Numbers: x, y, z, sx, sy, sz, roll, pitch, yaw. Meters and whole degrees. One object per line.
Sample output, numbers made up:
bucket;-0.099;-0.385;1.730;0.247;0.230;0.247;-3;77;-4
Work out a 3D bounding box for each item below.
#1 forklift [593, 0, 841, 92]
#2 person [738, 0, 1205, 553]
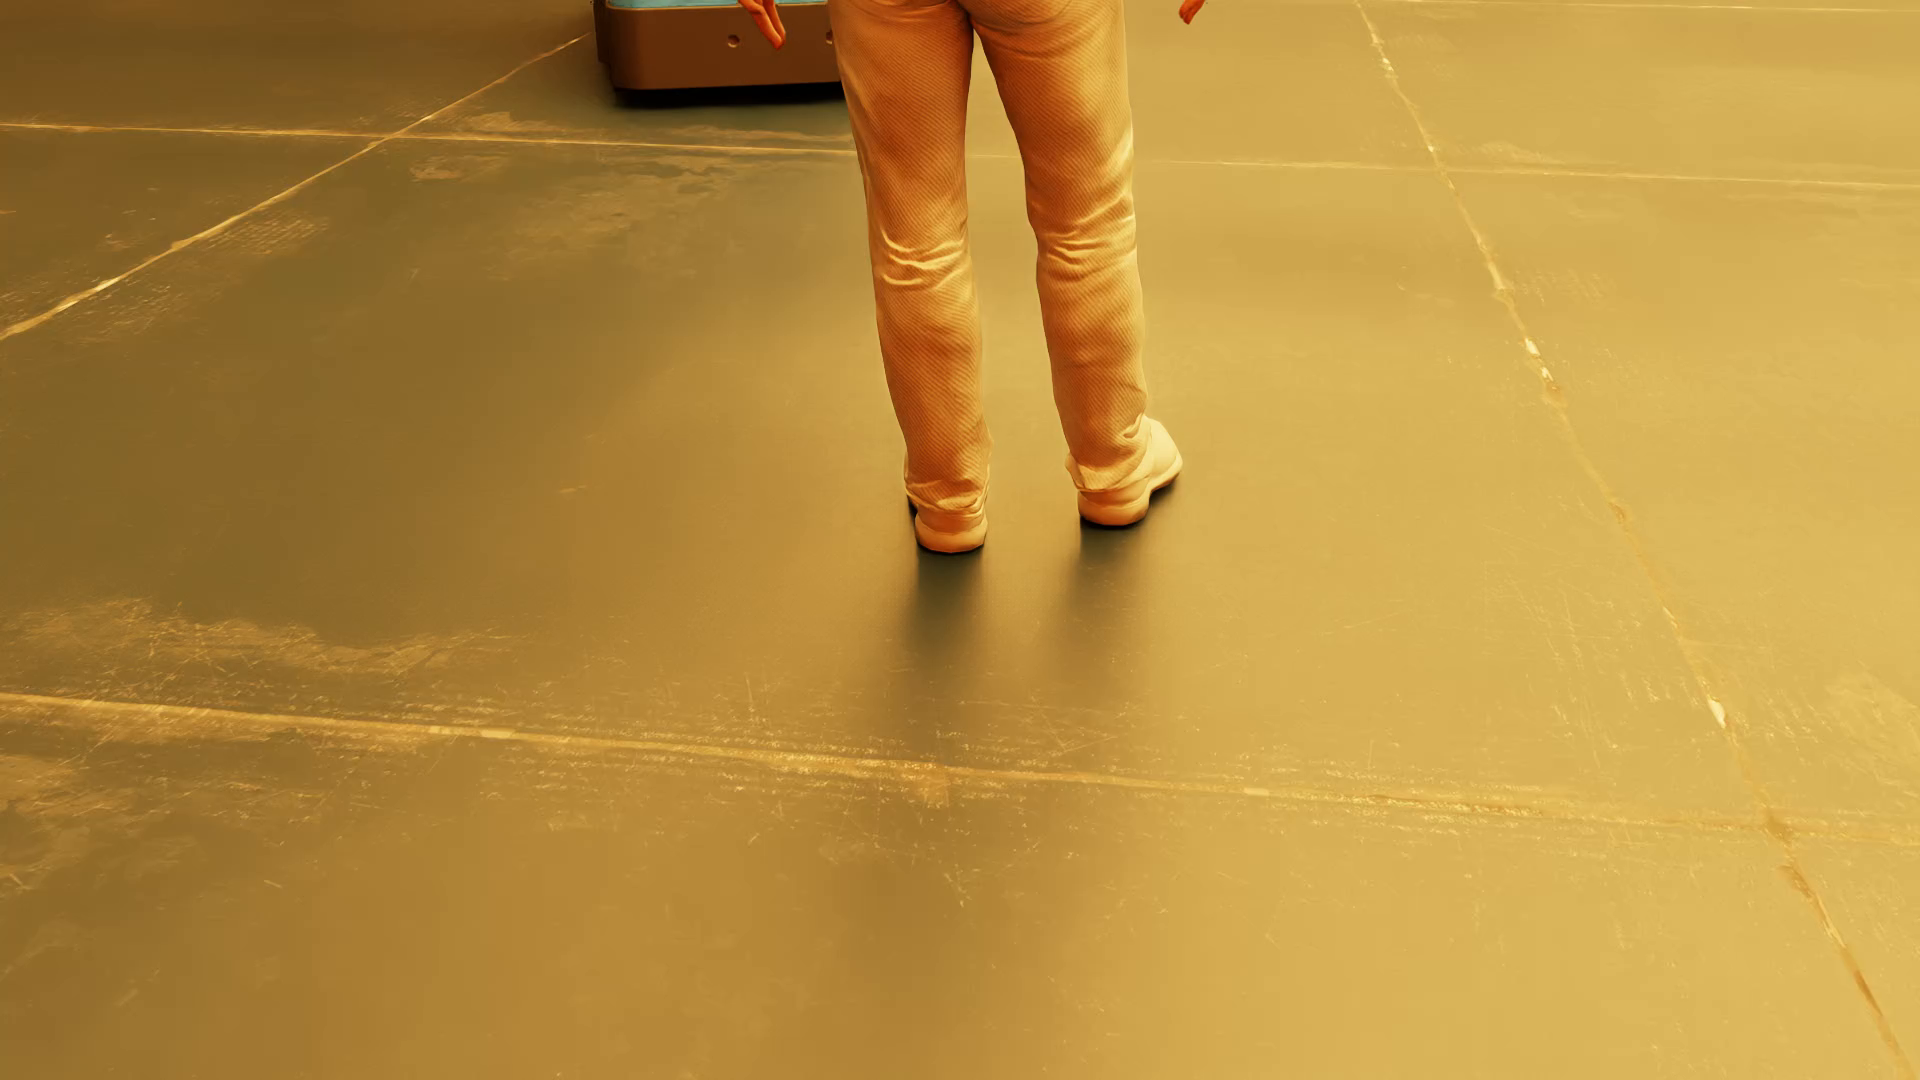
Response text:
forklift;-0.853;-3.330;5.893;1.130;2.935;3.031;-5;27;-10
person;0.015;-0.828;2.164;0.665;1.768;0.575;3;27;7
